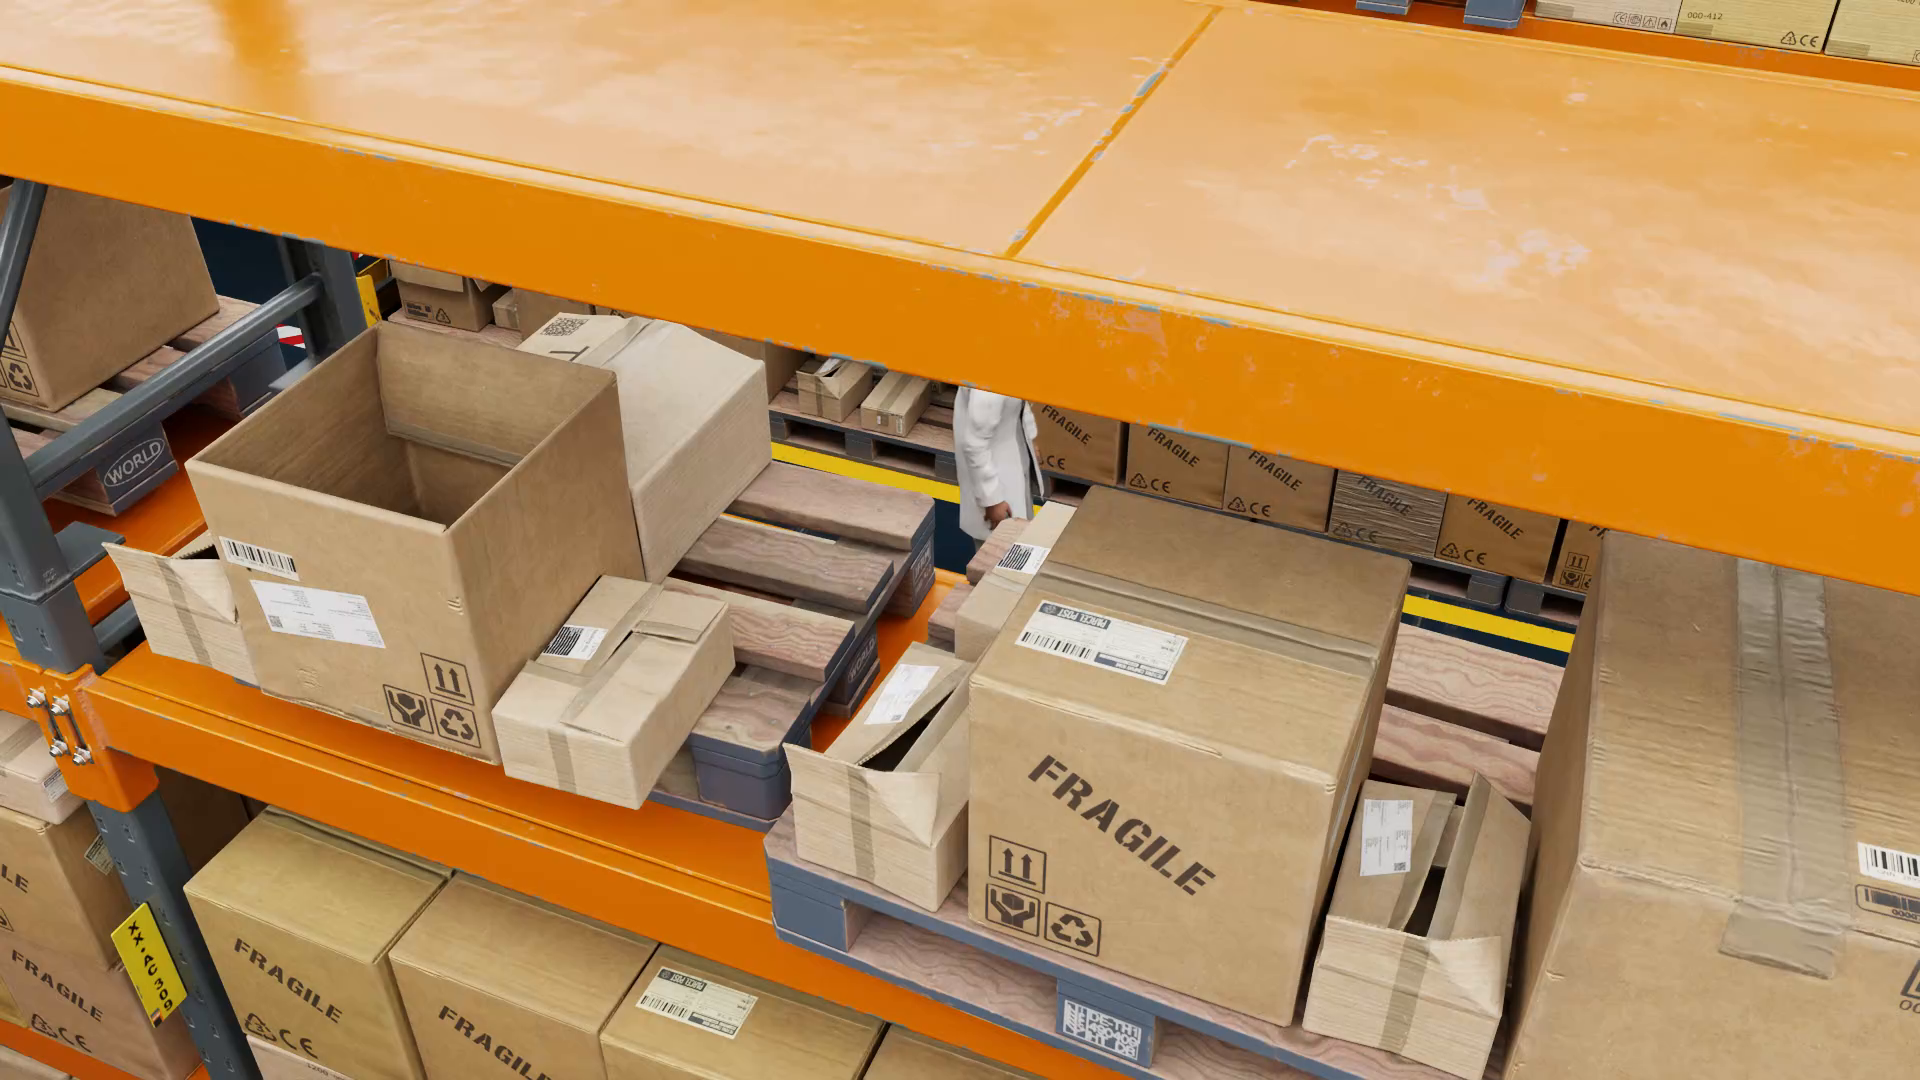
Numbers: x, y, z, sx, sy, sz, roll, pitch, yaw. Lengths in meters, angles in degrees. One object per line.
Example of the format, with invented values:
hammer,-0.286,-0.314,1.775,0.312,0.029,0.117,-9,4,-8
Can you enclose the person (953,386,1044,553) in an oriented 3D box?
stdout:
person,0.192,-0.308,7.241,0.423,1.775,0.655,11,38,15
